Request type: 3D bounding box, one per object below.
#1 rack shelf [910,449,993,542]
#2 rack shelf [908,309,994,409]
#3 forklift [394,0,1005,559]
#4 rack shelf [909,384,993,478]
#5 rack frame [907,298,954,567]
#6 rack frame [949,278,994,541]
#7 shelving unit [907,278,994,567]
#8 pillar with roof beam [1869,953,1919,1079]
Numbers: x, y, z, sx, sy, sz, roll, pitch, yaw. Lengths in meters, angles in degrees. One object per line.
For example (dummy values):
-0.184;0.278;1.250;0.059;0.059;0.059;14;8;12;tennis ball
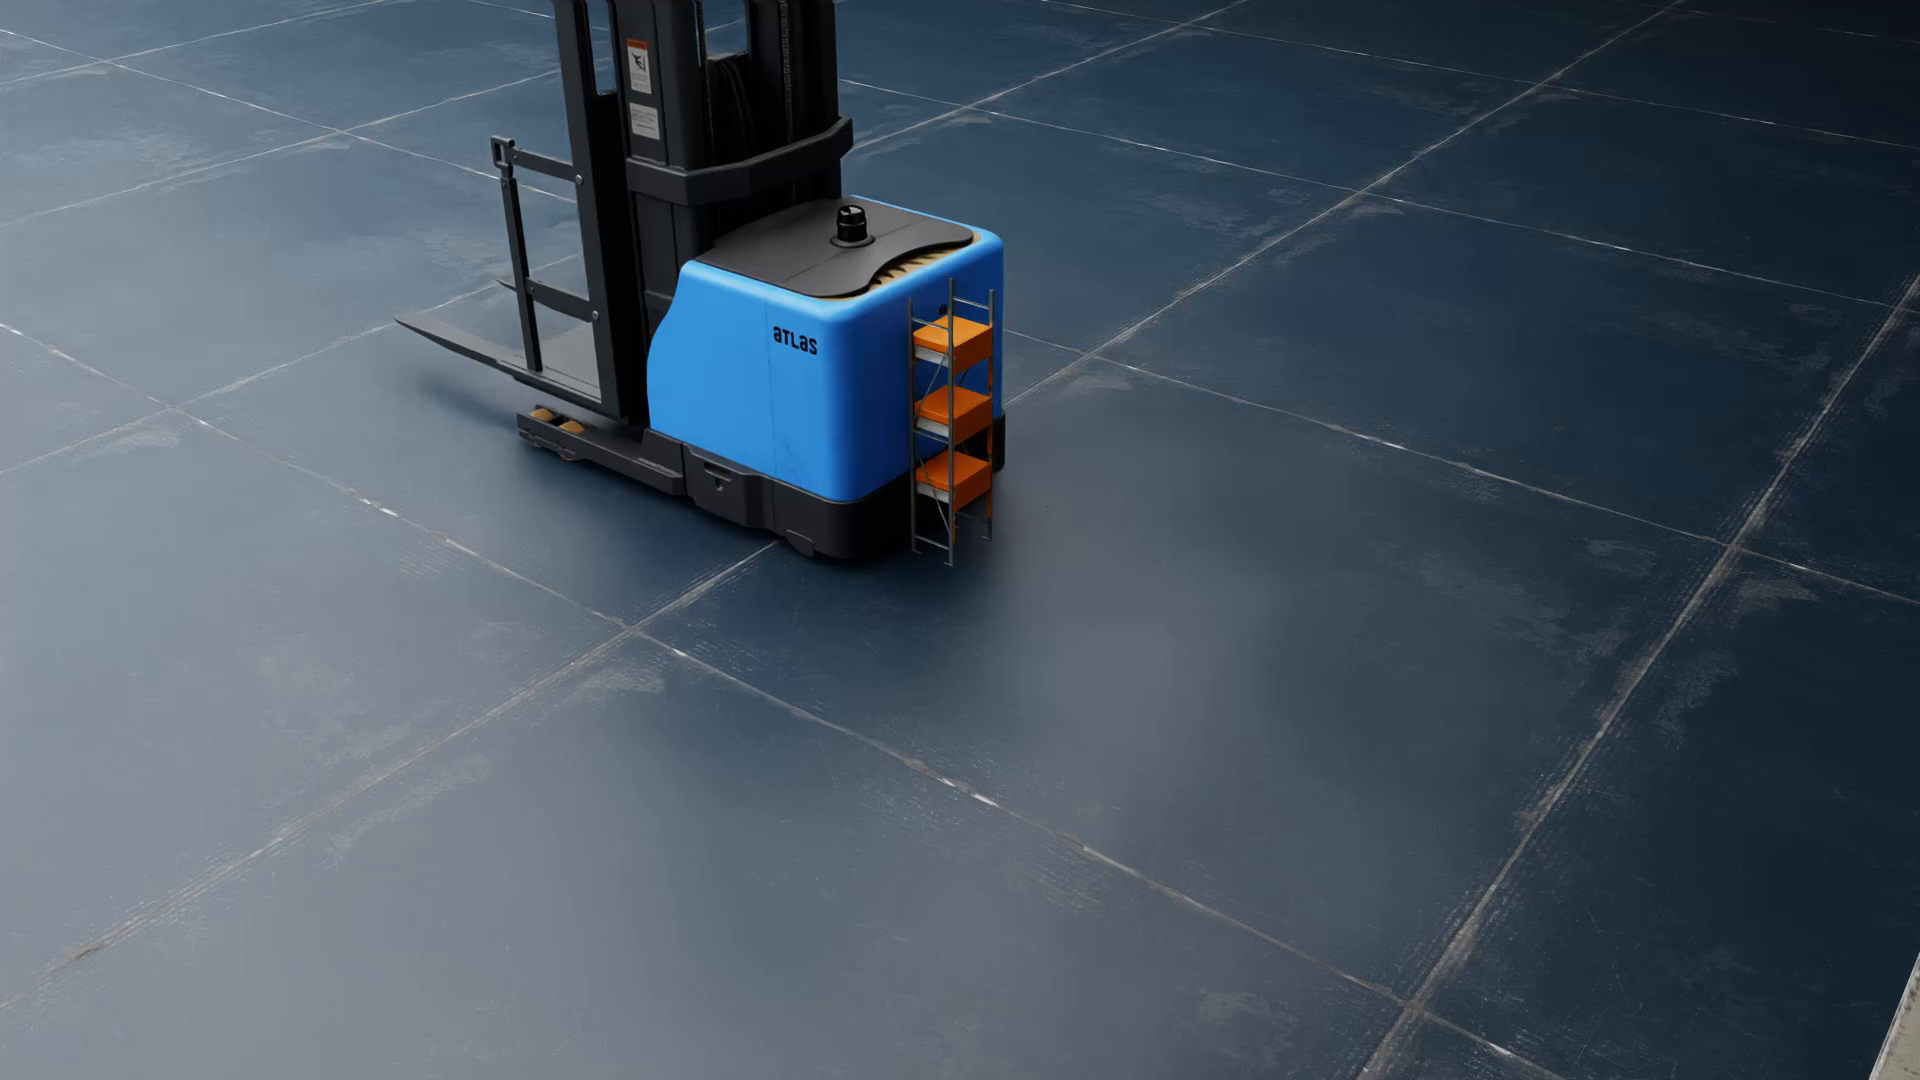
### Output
-0.032;-0.182;6.385;0.215;0.259;0.240;21;37;31;rack shelf
-0.032;-0.665;6.098;0.215;0.259;0.240;21;37;31;rack shelf
-1.289;-1.790;6.688;3.031;2.935;1.130;22;37;32;forklift
-0.032;-0.421;6.243;0.215;0.259;0.240;21;37;31;rack shelf
-0.106;-0.380;6.154;0.200;1.050;0.008;21;37;31;rack frame
0.041;-0.479;6.321;0.200;1.050;0.008;21;37;31;rack frame
-0.032;-0.430;6.238;0.215;1.050;0.252;21;37;31;shelving unit
-1.286;-3.587;3.769;9.100;9.000;0.400;21;37;31;pillar with roof beam
